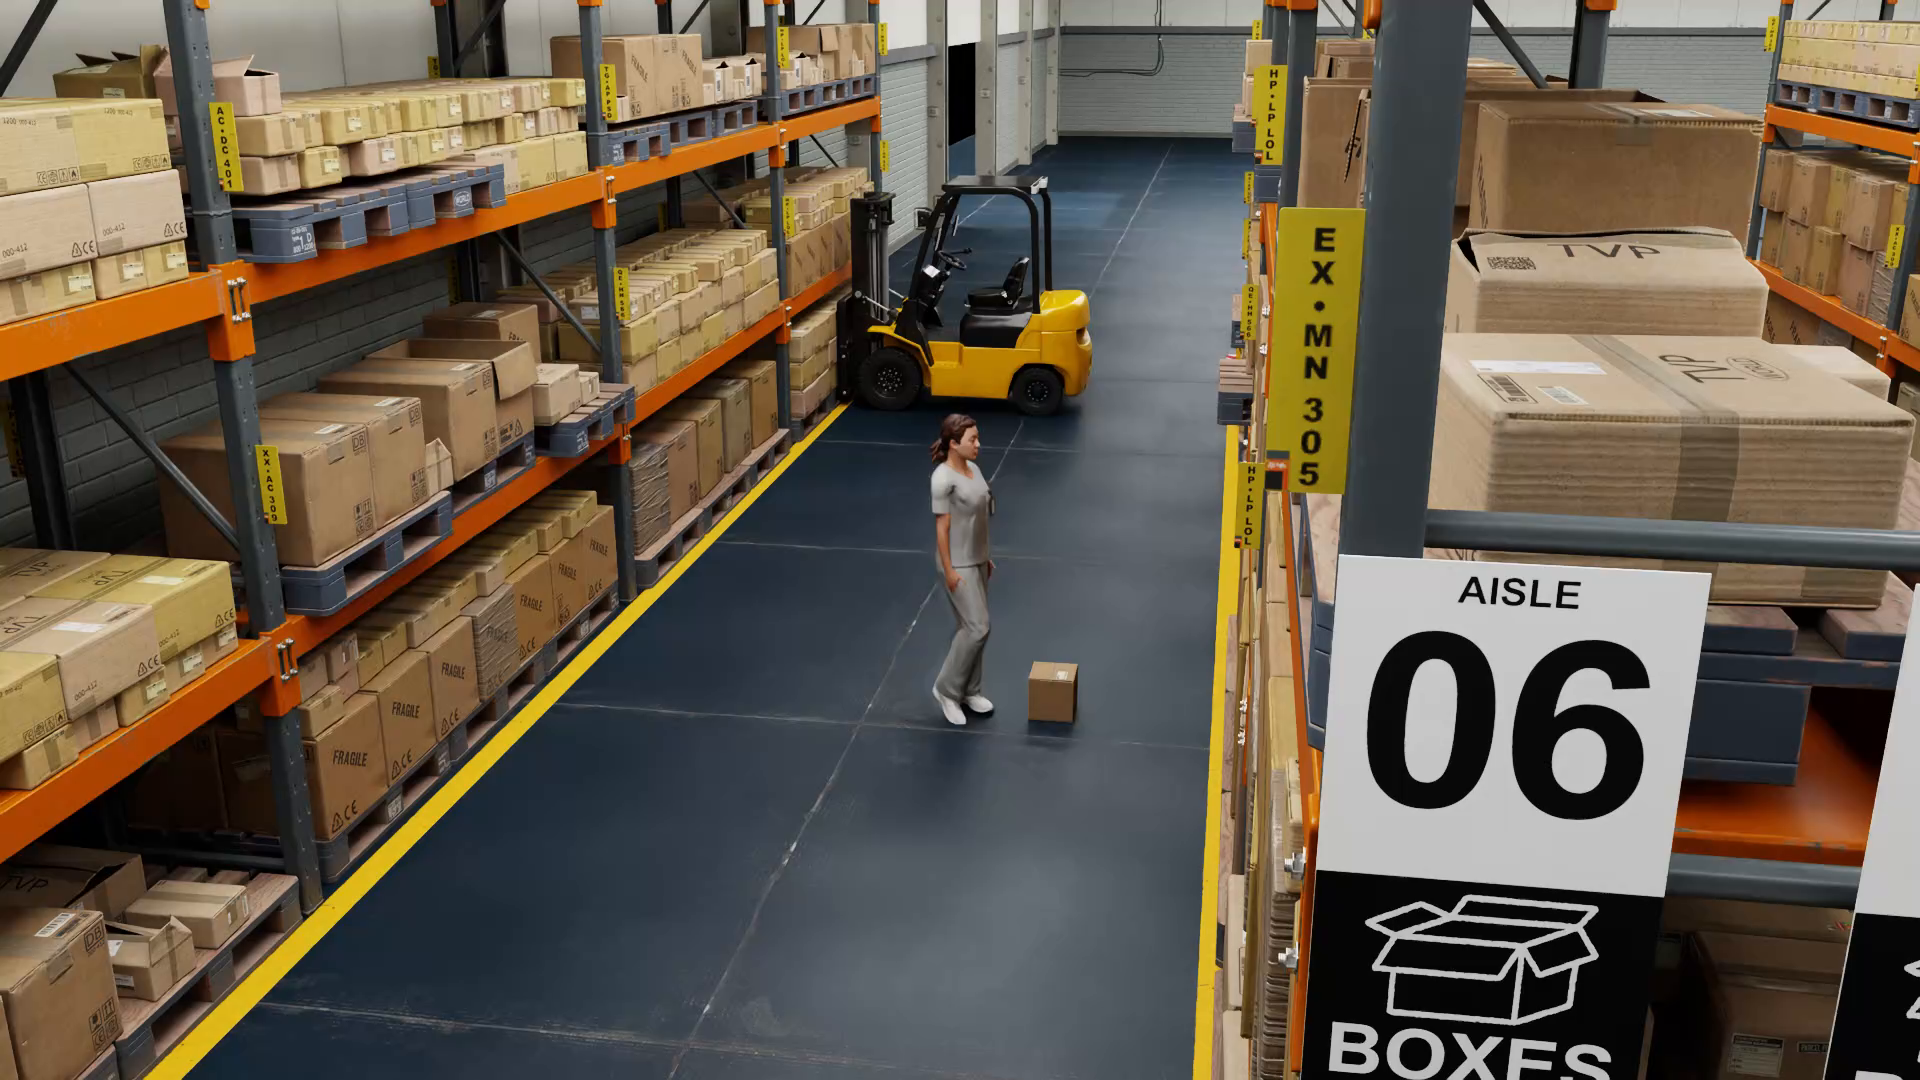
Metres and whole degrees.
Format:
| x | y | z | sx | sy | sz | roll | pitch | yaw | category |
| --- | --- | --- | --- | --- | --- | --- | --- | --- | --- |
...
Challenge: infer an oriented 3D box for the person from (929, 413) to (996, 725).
| x | y | z | sx | sy | sz | roll | pitch | yaw | category |
| --- | --- | --- | --- | --- | --- | --- | --- | --- | --- |
| 0.027 | 0.149 | 9.112 | 0.433 | 1.698 | 0.465 | 10 | 20 | 28 | person |
